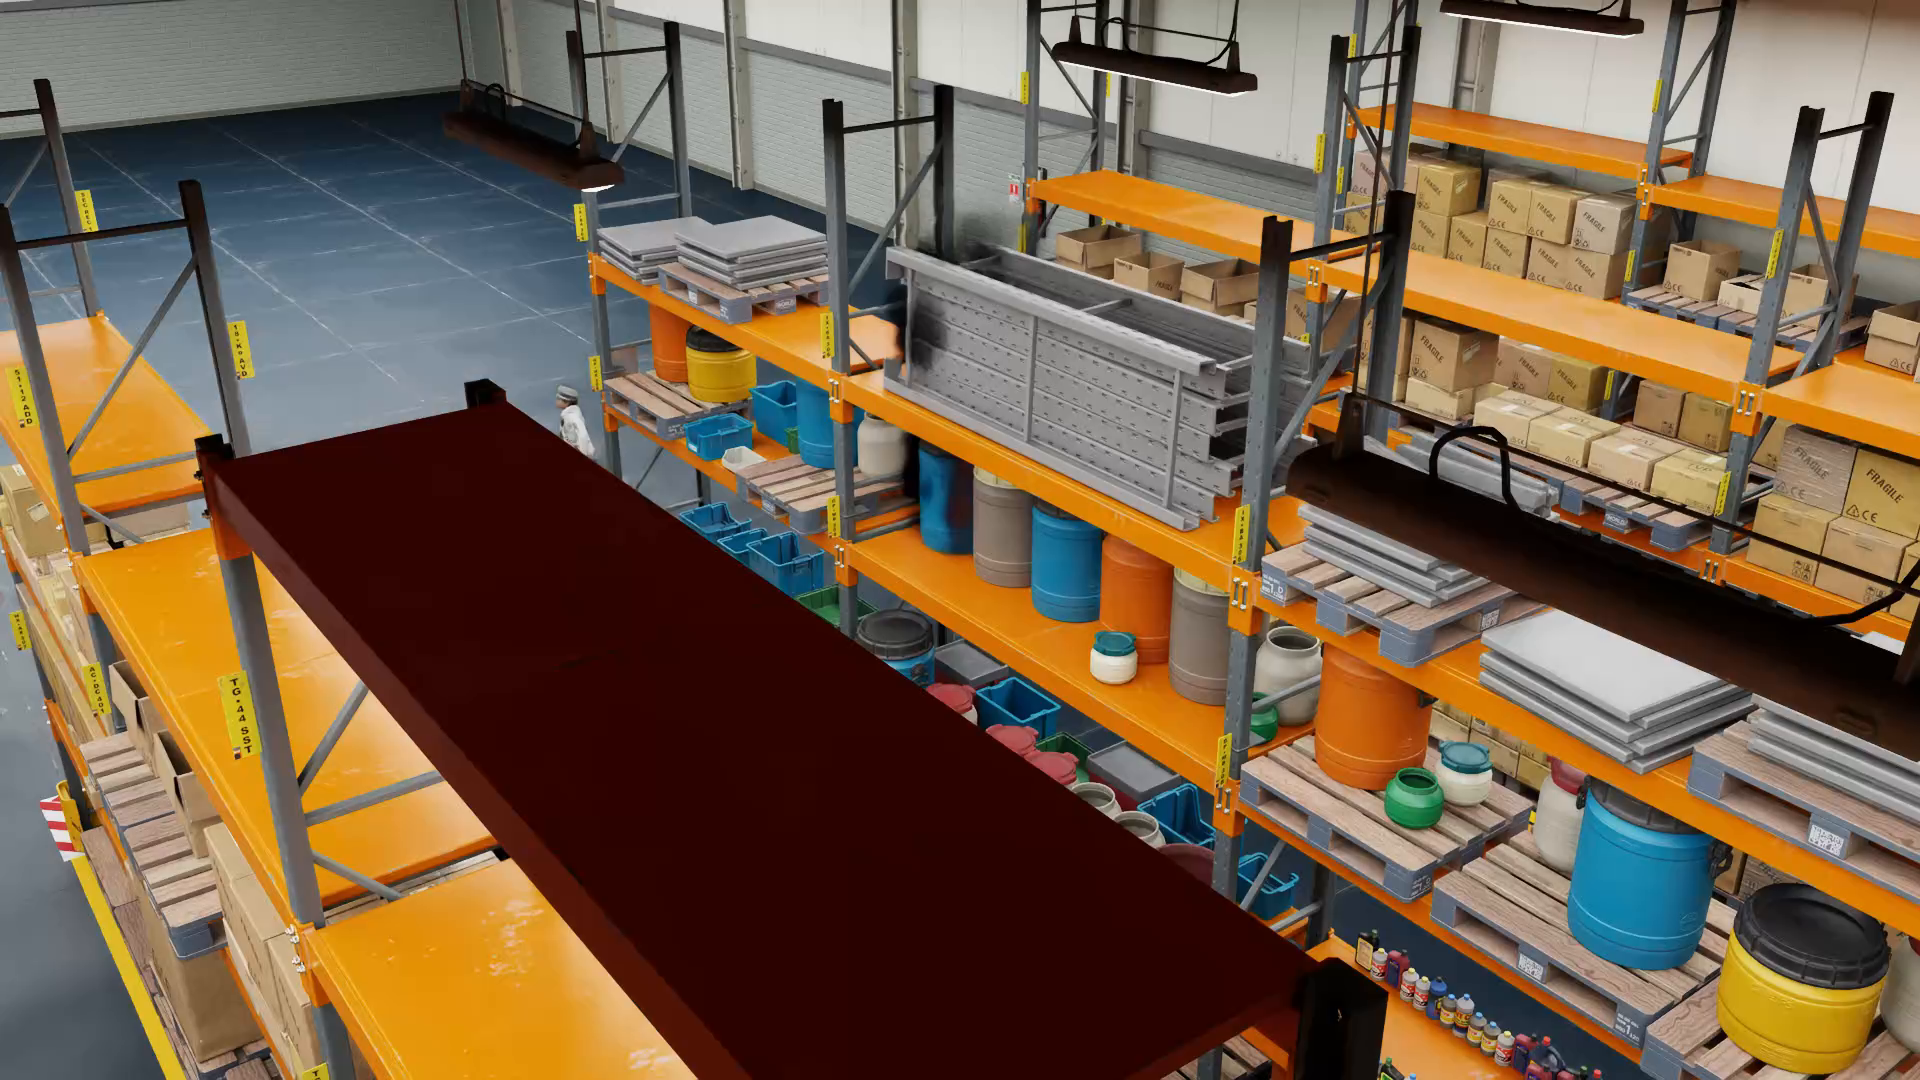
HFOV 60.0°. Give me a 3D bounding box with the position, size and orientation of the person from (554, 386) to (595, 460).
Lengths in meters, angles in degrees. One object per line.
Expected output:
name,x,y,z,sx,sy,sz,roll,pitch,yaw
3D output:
person,-4.340,-0.996,19.242,0.654,1.660,0.643,-7,26,-14

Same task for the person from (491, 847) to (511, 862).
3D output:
person,-3.364,2.386,11.714,0.657,1.724,0.950,-20,32,-37
